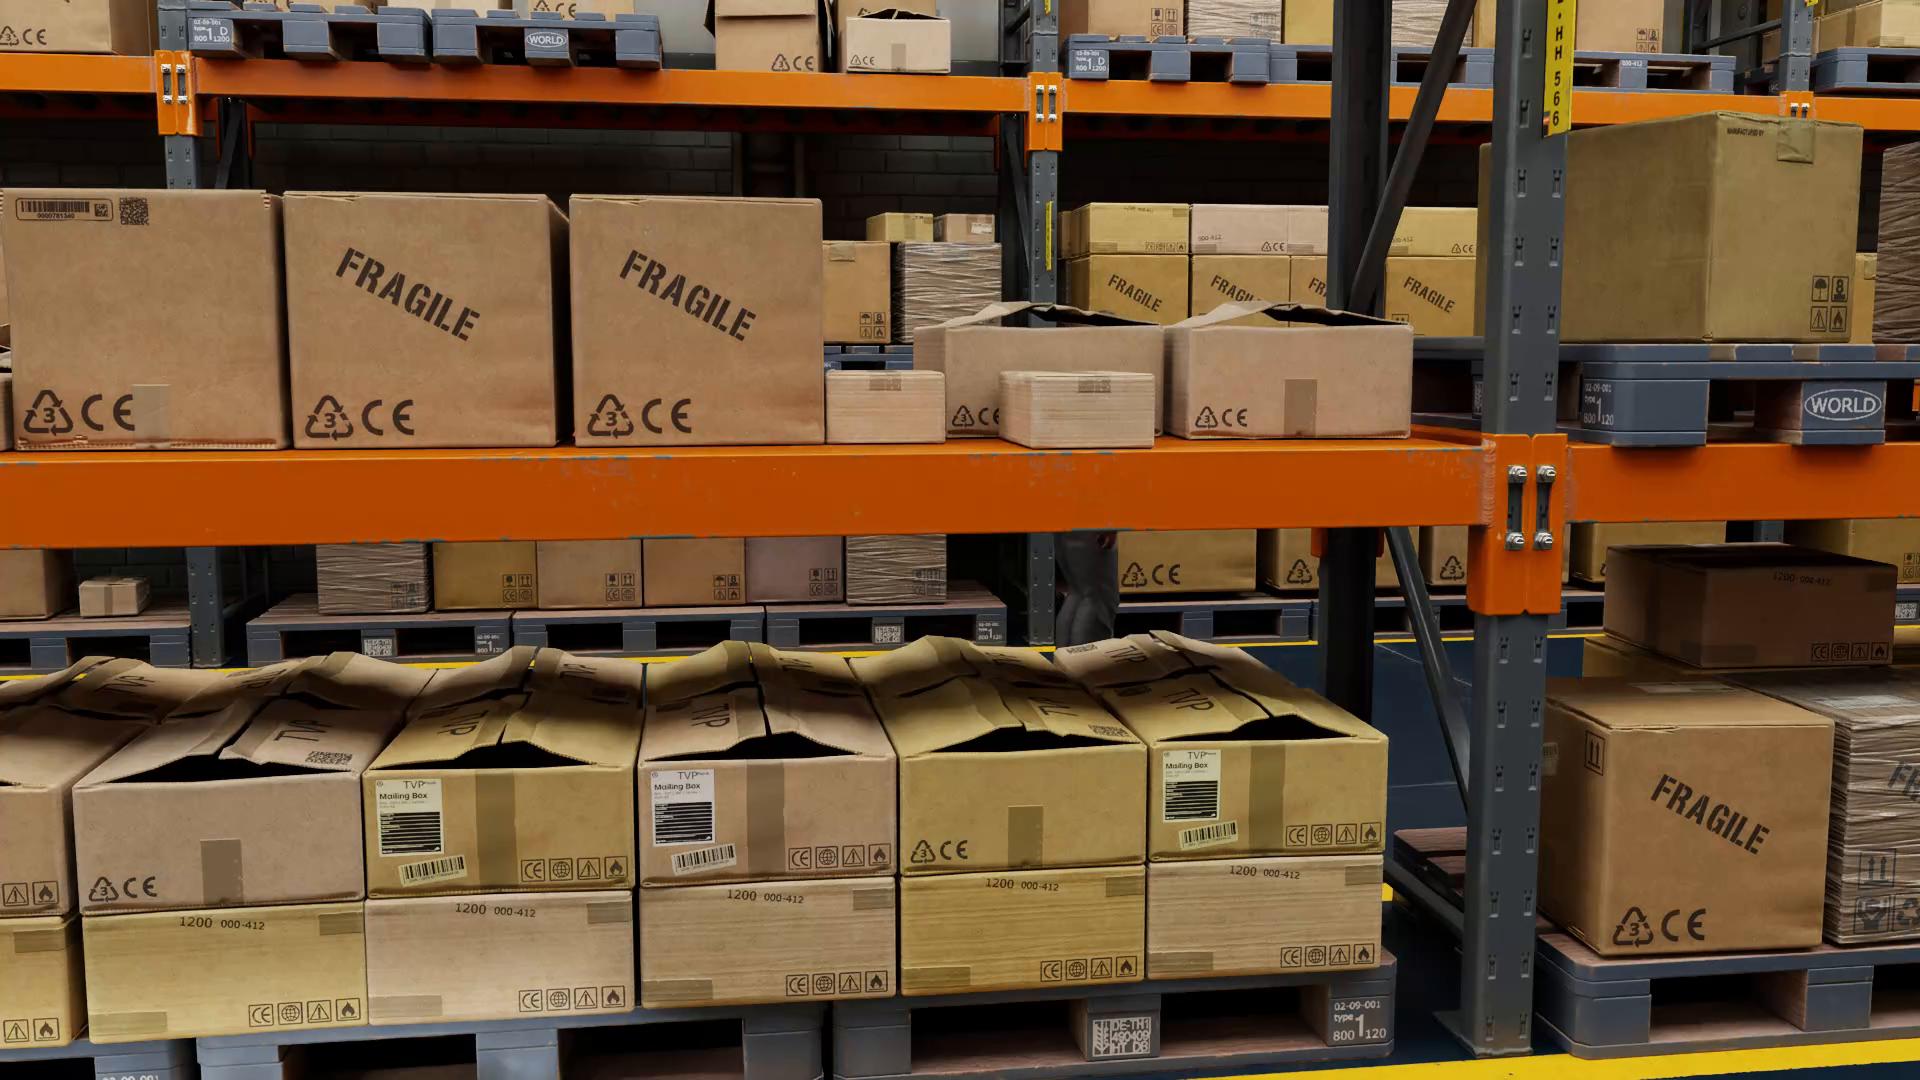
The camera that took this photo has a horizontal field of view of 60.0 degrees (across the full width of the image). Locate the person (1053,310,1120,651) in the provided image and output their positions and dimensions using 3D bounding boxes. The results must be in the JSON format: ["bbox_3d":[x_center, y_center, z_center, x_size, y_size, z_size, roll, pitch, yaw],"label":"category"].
[{"bbox_3d":[0.535,-0.116,6.866,0.351,1.654,0.511,-1,7,-9],"label":"person"}]
